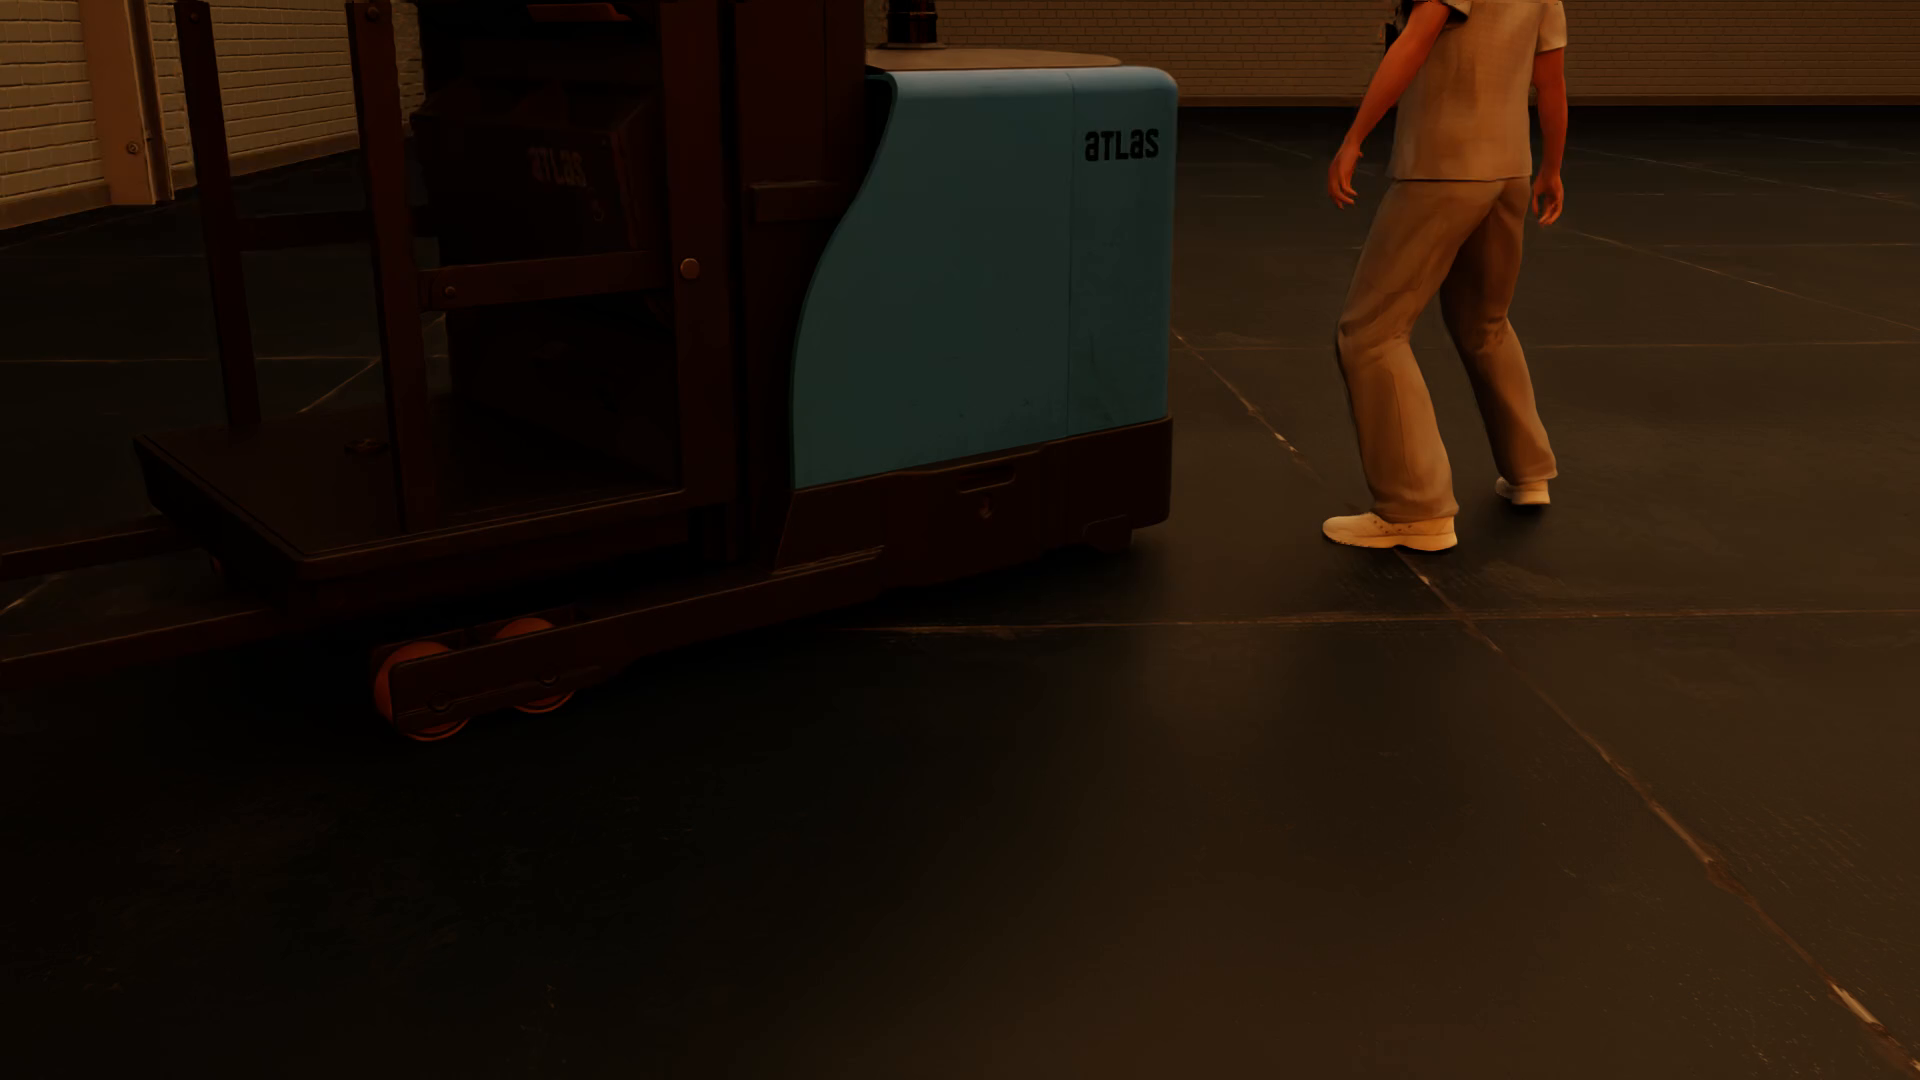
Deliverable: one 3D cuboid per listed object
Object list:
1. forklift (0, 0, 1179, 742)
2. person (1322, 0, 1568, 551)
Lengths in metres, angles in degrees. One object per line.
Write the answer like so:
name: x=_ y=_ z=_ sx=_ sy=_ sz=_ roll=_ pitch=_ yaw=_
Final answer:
forklift: x=-0.986 y=-1.236 z=2.947 sx=3.031 sy=2.935 sz=1.130 roll=-13 pitch=21 yaw=-36
person: x=1.159 y=-0.805 z=3.863 sx=0.885 sy=1.621 sz=0.385 roll=-16 pitch=23 yaw=-41
